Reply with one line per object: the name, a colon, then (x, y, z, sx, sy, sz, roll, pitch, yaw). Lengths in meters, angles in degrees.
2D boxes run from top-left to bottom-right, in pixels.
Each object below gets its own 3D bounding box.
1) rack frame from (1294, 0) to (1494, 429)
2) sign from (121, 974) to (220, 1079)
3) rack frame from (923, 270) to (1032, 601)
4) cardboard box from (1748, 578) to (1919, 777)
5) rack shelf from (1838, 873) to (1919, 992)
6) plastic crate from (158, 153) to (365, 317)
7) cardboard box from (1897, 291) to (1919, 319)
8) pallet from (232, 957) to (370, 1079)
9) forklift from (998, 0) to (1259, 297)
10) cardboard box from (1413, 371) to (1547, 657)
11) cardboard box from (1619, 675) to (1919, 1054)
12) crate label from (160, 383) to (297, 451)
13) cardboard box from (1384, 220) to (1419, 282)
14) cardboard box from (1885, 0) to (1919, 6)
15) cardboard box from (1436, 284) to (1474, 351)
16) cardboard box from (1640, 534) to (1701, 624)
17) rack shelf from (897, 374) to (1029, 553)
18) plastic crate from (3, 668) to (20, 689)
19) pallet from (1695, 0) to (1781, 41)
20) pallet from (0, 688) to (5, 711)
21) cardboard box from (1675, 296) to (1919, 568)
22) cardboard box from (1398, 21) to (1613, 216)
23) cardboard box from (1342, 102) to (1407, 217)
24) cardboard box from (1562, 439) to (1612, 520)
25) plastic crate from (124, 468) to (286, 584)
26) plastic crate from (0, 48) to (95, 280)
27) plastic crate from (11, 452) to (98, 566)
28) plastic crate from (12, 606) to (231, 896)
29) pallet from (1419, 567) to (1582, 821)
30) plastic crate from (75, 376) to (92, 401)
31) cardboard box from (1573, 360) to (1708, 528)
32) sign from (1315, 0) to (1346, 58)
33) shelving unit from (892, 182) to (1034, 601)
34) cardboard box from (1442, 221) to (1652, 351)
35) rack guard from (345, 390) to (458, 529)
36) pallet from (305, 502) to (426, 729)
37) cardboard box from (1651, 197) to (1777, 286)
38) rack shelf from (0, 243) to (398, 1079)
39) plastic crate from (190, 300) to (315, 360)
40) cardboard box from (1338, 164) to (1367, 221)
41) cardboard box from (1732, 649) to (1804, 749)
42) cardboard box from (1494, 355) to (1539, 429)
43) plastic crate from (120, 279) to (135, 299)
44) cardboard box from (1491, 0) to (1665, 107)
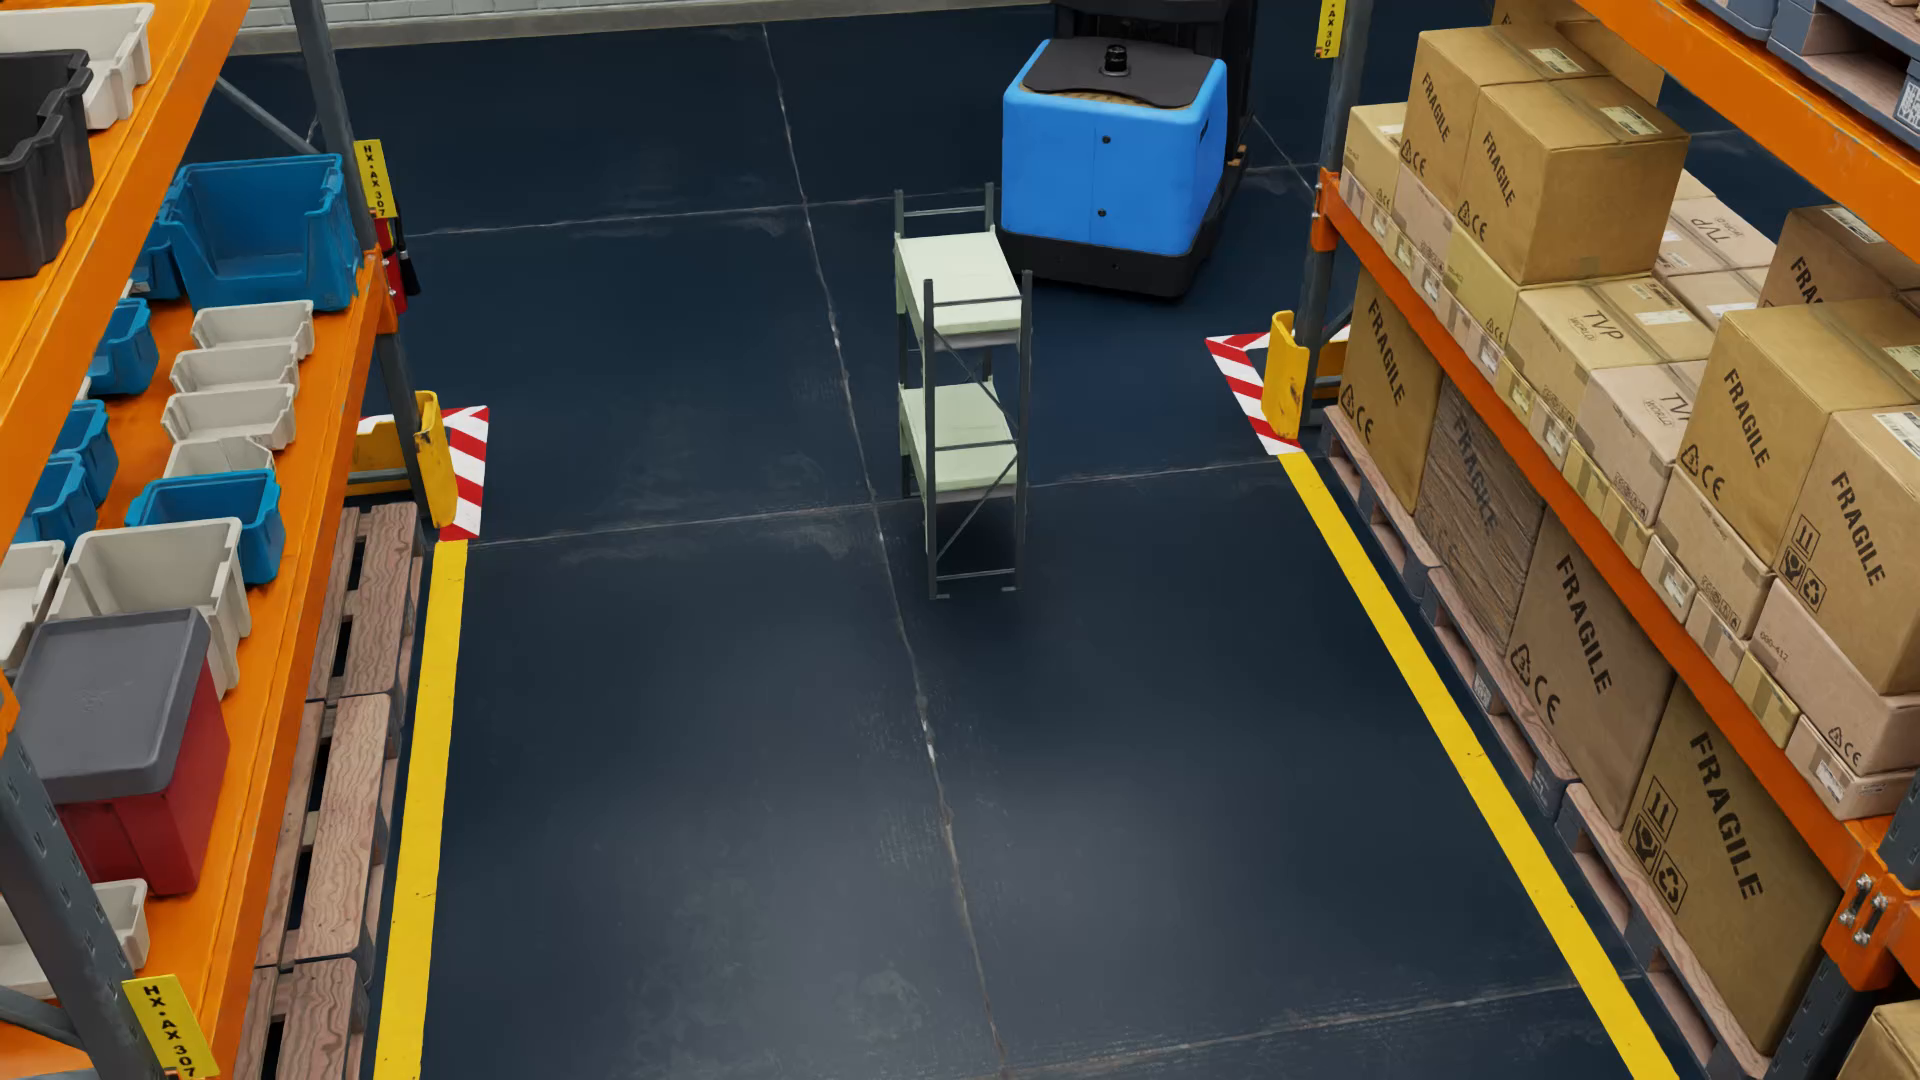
rack frame: (2.060, -1.804, 7.127, 1.000, 3.000, 0.127, -6, 38, -8)
sign: (-1.573, 0.978, 3.321, 0.100, 0.325, 0.005, -6, 38, -8)
rack frame: (0.065, -0.367, 6.500, 0.400, 1.500, 0.023, -6, 38, -8)
cardboard box: (2.425, 0.316, 4.279, 0.500, 0.250, 0.500, -7, 38, -9)
rack shelf: (3.112, 2.104, 2.683, 1.077, 0.370, 4.000, -6, 38, -8)
plastic crate: (-2.574, -1.127, 6.177, 0.616, 0.435, 0.499, -6, 38, -8)
cardboard box: (2.850, -0.357, 4.533, 0.500, 0.500, 0.500, -6, 38, -8)
pallet: (-2.282, 1.806, 4.753, 1.003, 0.211, 1.213, -6, 38, -8)
forklift: (1.138, -3.350, 9.172, 1.130, 2.935, 3.031, 11, 39, 14)
cardboard box: (2.410, -0.203, 6.456, 0.875, 0.875, 0.875, -6, 38, -8)
cardboard box: (2.724, 0.878, 5.064, 0.875, 0.875, 0.875, -6, 38, -8)
crate label: (-2.386, -0.375, 5.454, 0.396, 0.136, 0.243, -6, 38, -8)
cardboard box: (1.889, -1.145, 6.484, 0.380, 0.149, 0.250, -7, 38, -9)
cardboard box: (2.475, -1.609, 3.925, 0.700, 0.500, 0.500, -4, 38, -6)
cardboard box: (1.979, -0.834, 6.084, 0.380, 0.149, 0.250, -7, 38, -9)
cardboard box: (2.250, 0.097, 4.885, 0.380, 0.149, 0.250, -6, 38, -7)
rack shelf: (0.001, -0.331, 6.985, 0.431, 0.370, 0.720, -6, 38, -8)
plastic crate: (-2.576, 0.583, 4.230, 0.437, 0.125, 0.590, -6, 38, -8)
pallet: (2.417, -1.768, 4.708, 1.003, 0.211, 1.213, -6, 38, -8)
pallet: (-1.882, 0.498, 1.873, 1.213, 0.211, 1.003, -6, 38, -8)
cardboard box: (2.333, -0.294, 4.452, 0.500, 0.500, 0.500, -6, 38, -7)
cardboard box: (1.966, -1.537, 6.052, 0.500, 0.500, 0.500, -7, 38, -9)
cardboard box: (1.878, -1.543, 6.671, 0.500, 0.250, 0.500, -7, 38, -9)
cardboard box: (2.159, -0.214, 5.285, 0.380, 0.149, 0.250, -7, 38, -9)
plastic crate: (-2.204, -0.016, 4.913, 0.416, 0.233, 0.300, -6, 38, -8)
plastic crate: (-2.063, -0.768, 3.455, 0.497, 0.269, 0.590, -6, 38, -8)
plastic crate: (-2.814, -0.068, 4.980, 0.416, 0.233, 0.300, -6, 38, -8)
plastic crate: (-2.025, 0.530, 4.022, 0.402, 0.464, 0.583, -6, 38, -8)
pallet: (2.487, 0.507, 6.425, 1.003, 0.211, 1.213, -6, 38, -8)
plastic crate: (-3.004, -0.394, 5.478, 0.250, 0.136, 0.298, -6, 38, -8)
cardboard box: (2.242, -0.305, 5.077, 0.500, 0.250, 0.500, -5, 38, -7)
sign: (1.512, -2.121, 6.765, 0.100, 0.325, 0.005, -6, 38, -8)
shelving unit: (0.001, -0.588, 6.785, 0.431, 1.500, 0.755, -6, 38, -8)
cardboard box: (2.060, -0.926, 5.877, 0.500, 0.250, 0.500, -7, 38, -9)
rack guard: (-2.834, -0.297, 7.225, 1.175, 0.500, 0.348, -6, 38, -8)
pallet: (-2.710, 0.332, 6.650, 1.003, 0.211, 1.213, -6, 38, -8)
cardboard box: (2.584, -0.984, 5.951, 0.500, 0.250, 0.500, -7, 38, -9)
rack shelf: (-2.466, 0.221, 5.107, 1.077, 0.370, 4.000, -6, 38, -8)
plastic crate: (-2.495, -0.718, 5.895, 0.396, 0.136, 0.243, -6, 38, -8)
cardboard box: (1.797, -1.455, 6.882, 0.380, 0.149, 0.250, -6, 38, -7)
cardboard box: (2.340, 0.407, 4.486, 0.380, 0.149, 0.250, -6, 38, -7)
cardboard box: (2.068, -0.526, 5.687, 0.380, 0.149, 0.250, -7, 38, -9)
plastic crate: (-3.123, -0.803, 6.005, 0.250, 0.136, 0.298, -6, 38, -8)
cardboard box: (2.404, -1.892, 6.509, 0.500, 0.500, 0.500, -6, 38, -7)
